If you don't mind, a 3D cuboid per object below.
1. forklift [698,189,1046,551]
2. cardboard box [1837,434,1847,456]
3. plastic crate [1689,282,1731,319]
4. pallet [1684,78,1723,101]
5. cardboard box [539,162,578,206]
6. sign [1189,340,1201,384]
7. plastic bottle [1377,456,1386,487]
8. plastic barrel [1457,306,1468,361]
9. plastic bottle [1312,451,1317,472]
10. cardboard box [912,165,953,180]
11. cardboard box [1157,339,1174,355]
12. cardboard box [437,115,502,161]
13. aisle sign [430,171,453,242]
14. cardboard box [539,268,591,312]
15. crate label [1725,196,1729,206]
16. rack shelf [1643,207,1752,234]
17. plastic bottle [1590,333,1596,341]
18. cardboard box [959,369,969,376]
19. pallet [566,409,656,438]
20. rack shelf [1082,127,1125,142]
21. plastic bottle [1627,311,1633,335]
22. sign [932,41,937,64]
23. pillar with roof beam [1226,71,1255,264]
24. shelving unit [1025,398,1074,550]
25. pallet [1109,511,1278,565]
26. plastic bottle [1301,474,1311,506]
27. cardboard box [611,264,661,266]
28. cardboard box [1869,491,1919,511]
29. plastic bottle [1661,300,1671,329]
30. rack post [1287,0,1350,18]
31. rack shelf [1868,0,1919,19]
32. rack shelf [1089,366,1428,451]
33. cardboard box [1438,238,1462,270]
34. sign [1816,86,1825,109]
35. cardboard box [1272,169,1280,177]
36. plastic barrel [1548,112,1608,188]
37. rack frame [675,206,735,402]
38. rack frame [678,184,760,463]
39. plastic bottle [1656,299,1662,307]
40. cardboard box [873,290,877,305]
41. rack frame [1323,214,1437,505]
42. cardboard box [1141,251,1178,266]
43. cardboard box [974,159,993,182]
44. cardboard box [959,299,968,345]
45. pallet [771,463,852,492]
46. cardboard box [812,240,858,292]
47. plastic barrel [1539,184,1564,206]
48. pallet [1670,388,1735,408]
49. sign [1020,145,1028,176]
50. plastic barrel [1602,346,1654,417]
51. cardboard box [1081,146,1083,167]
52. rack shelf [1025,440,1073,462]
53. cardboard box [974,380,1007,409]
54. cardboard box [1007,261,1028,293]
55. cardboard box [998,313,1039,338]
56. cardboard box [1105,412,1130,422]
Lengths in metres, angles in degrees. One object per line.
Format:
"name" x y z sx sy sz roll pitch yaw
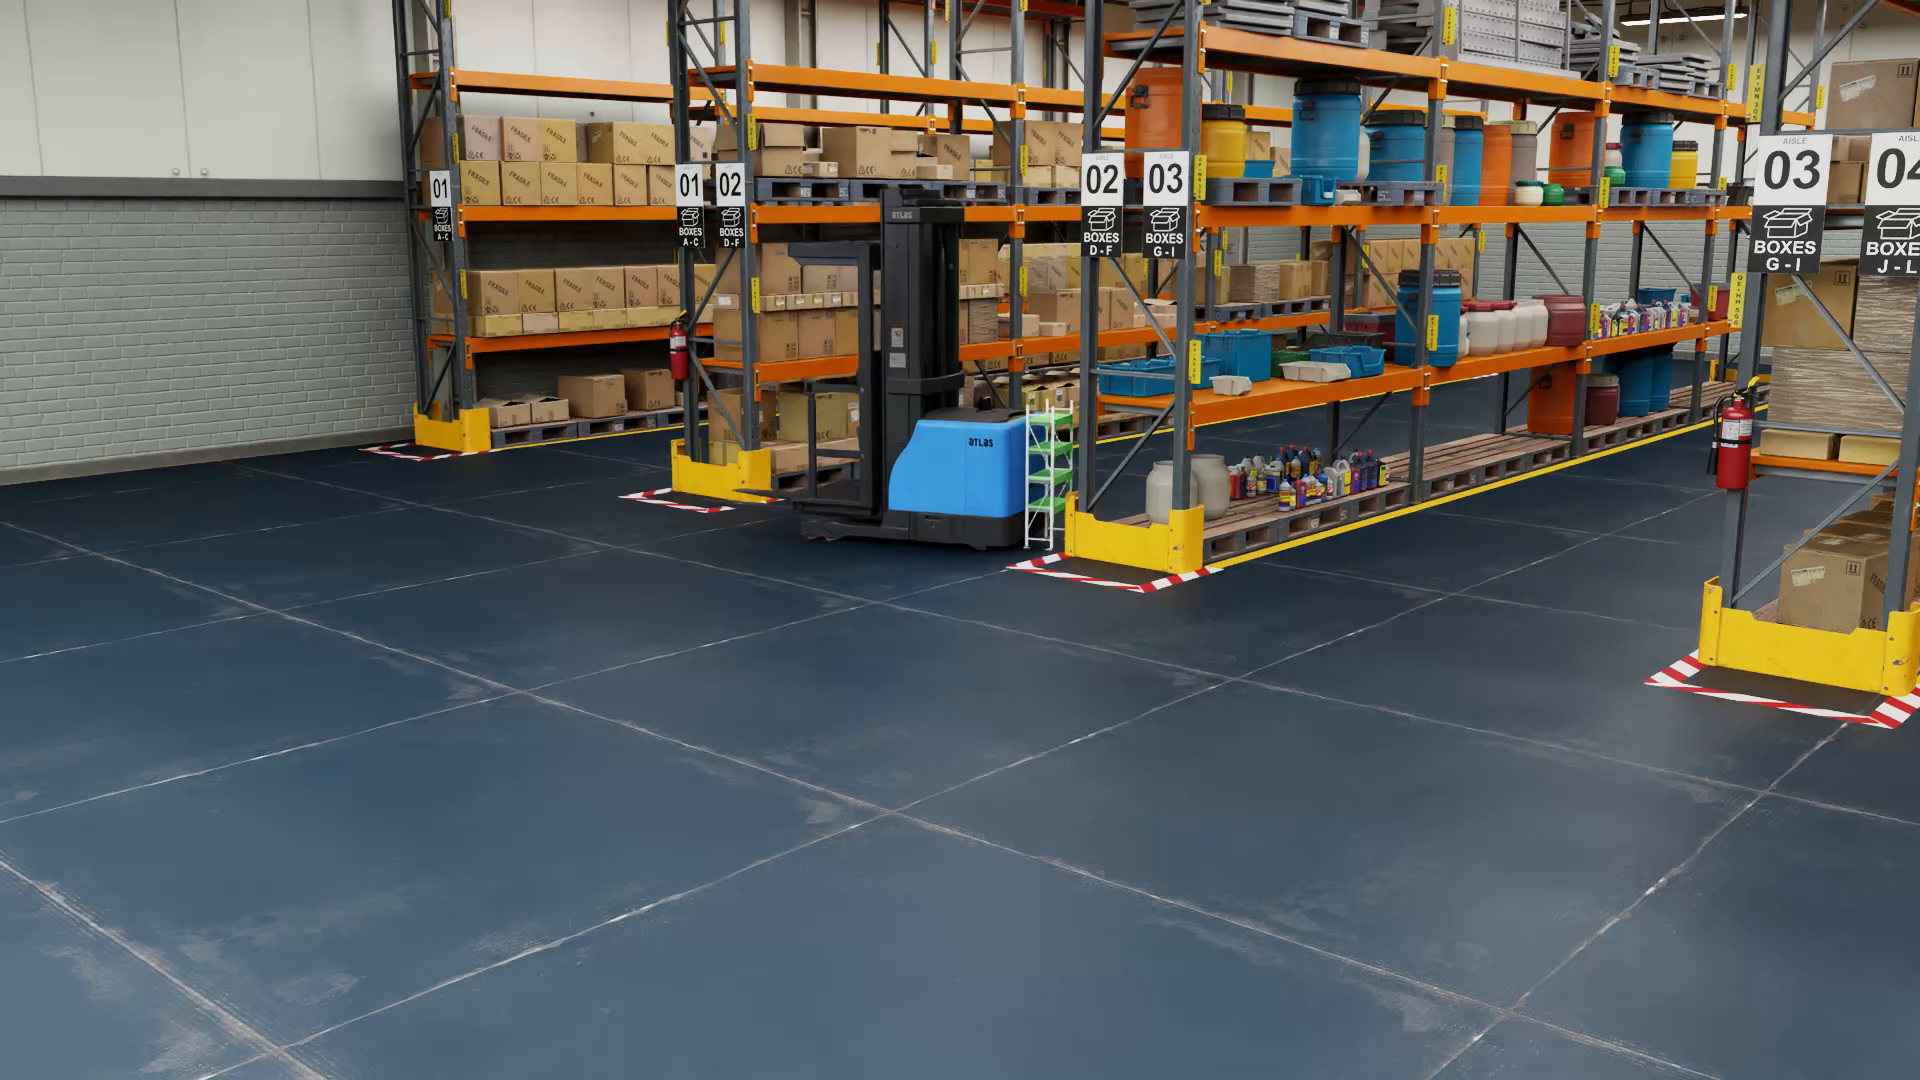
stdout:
"forklift" -0.816 -1.515 14.312 3.031 2.935 1.130 5 12 22
"cardboard box" 5.288 -0.627 10.334 0.380 0.149 0.250 10 15 40
"plastic crate" 10.068 -3.211 22.311 0.402 0.464 0.583 10 15 40
"pallet" 8.767 -5.578 20.669 1.003 0.211 1.213 10 15 40
"cardboard box" -4.943 -4.264 19.938 0.500 0.500 0.500 11 16 43
"sign" 1.780 -1.349 12.602 0.100 0.325 0.005 10 15 40
"plastic bottle" 3.940 -0.644 15.590 0.061 0.283 0.133 11 16 43
"plastic barrel" 4.806 -2.053 16.485 0.433 0.535 0.433 0 11 0
"plastic bottle" 3.358 -0.703 15.883 0.061 0.283 0.133 10 15 40
"cardboard box" -0.300 -3.924 17.755 0.380 0.149 0.250 10 15 40
"cardboard box" 3.440 -3.637 30.071 0.700 0.500 0.500 9 14 39
"cardboard box" -5.636 -4.612 19.125 0.500 0.500 0.500 8 14 36
"aisle sign" -5.895 -3.792 18.900 0.394 0.787 0.004 10 15 40
"cardboard box" -4.852 -3.048 20.232 0.500 0.500 0.500 9 14 39
"crate label" 9.831 -4.427 21.734 0.293 0.136 0.466 10 15 40
"rack shelf" 10.611 -4.463 23.078 1.077 0.370 4.000 10 15 40
"plastic bottle" 7.179 -2.423 19.003 0.152 0.276 0.135 10 15 40
"cardboard box" -0.250 -1.712 19.160 0.500 0.500 0.500 10 15 40
"pallet" -4.654 -1.504 21.201 1.003 0.211 1.213 10 15 40
"rack shelf" 3.169 -7.019 29.236 1.077 0.370 4.000 10 15 40
"plastic bottle" 7.976 -2.591 19.824 0.061 0.283 0.133 10 15 40
"sign" -0.378 -7.113 24.264 0.100 0.325 0.005 10 15 40
"pillar with roof beam" 8.855 -7.815 30.362 9.100 9.000 0.548 10 15 40
"shelving unit" 0.749 -0.557 13.934 0.258 1.200 0.503 5 12 22
"pallet" 1.924 -0.054 13.943 1.003 0.211 1.213 10 15 40
"plastic bottle" 3.026 -0.440 14.599 0.097 0.271 0.097 0 11 0
"cardboard box" -4.244 -3.341 21.698 0.500 0.500 0.500 10 15 40
"cardboard box" 7.064 -0.075 12.237 0.500 0.500 0.500 -7 13 -30
"plastic bottle" 8.808 -2.822 20.808 0.144 0.351 0.185 10 15 40
"rack post" 2.625 -4.479 13.856 0.937 0.300 0.954 9 15 39
"rack shelf" 6.410 -3.527 10.739 1.077 0.370 4.000 10 15 40
"rack shelf" 2.689 -1.227 14.532 1.077 0.370 4.000 10 15 40
"cardboard box" 7.793 -4.644 26.997 0.500 0.500 0.500 10 15 42
"sign" 12.355 -6.354 23.874 0.100 0.325 0.005 10 15 40
"cardboard box" 3.874 -4.843 22.889 0.910 0.500 0.500 10 15 40
"plastic barrel" 7.027 -4.433 18.921 0.600 0.830 0.708 10 15 40
"rack frame" -3.432 -3.155 22.348 1.000 3.000 0.127 10 15 40
"rack frame" -2.349 -1.926 16.198 1.000 3.000 0.127 10 15 40
"plastic bottle" 8.821 -2.868 21.037 0.144 0.351 0.185 10 15 40
"cardboard box" -1.080 -2.513 17.224 0.380 0.149 0.250 10 15 40
"rack frame" 4.010 -1.874 15.935 1.000 3.000 0.127 10 15 40
"cardboard box" 3.688 -4.883 30.233 0.980 0.700 0.700 10 15 40
"cardboard box" 0.171 -5.722 26.166 0.700 0.500 0.500 11 16 43
"cardboard box" -0.340 -2.419 18.411 0.700 0.500 0.500 10 15 40
"pallet" -1.876 -0.677 17.061 1.003 0.211 1.213 10 15 40
"cardboard box" -1.321 -2.839 17.198 0.700 0.500 0.500 10 15 41
"plastic barrel" 6.526 -3.814 18.388 0.294 0.245 0.294 0 11 0
"pallet" 10.552 -1.977 23.571 1.003 0.211 1.213 10 15 40
"sign" 0.709 -4.207 18.434 0.100 0.325 0.005 10 15 40
"plastic barrel" 8.451 -2.046 21.081 0.600 0.901 0.708 10 15 40
"cardboard box" 2.135 -6.485 28.503 0.500 0.500 0.500 10 15 40
"rack shelf" 0.749 -0.729 13.900 0.258 0.148 0.480 5 12 22
"cardboard box" 0.343 -1.744 19.801 0.500 0.311 0.500 10 15 40
"cardboard box" 0.740 -4.213 26.579 0.500 0.500 0.500 10 15 42
"cardboard box" 0.584 -2.519 19.550 0.500 0.250 0.500 11 16 44
"cardboard box" 1.758 -1.626 20.642 0.500 0.250 0.500 10 15 41
